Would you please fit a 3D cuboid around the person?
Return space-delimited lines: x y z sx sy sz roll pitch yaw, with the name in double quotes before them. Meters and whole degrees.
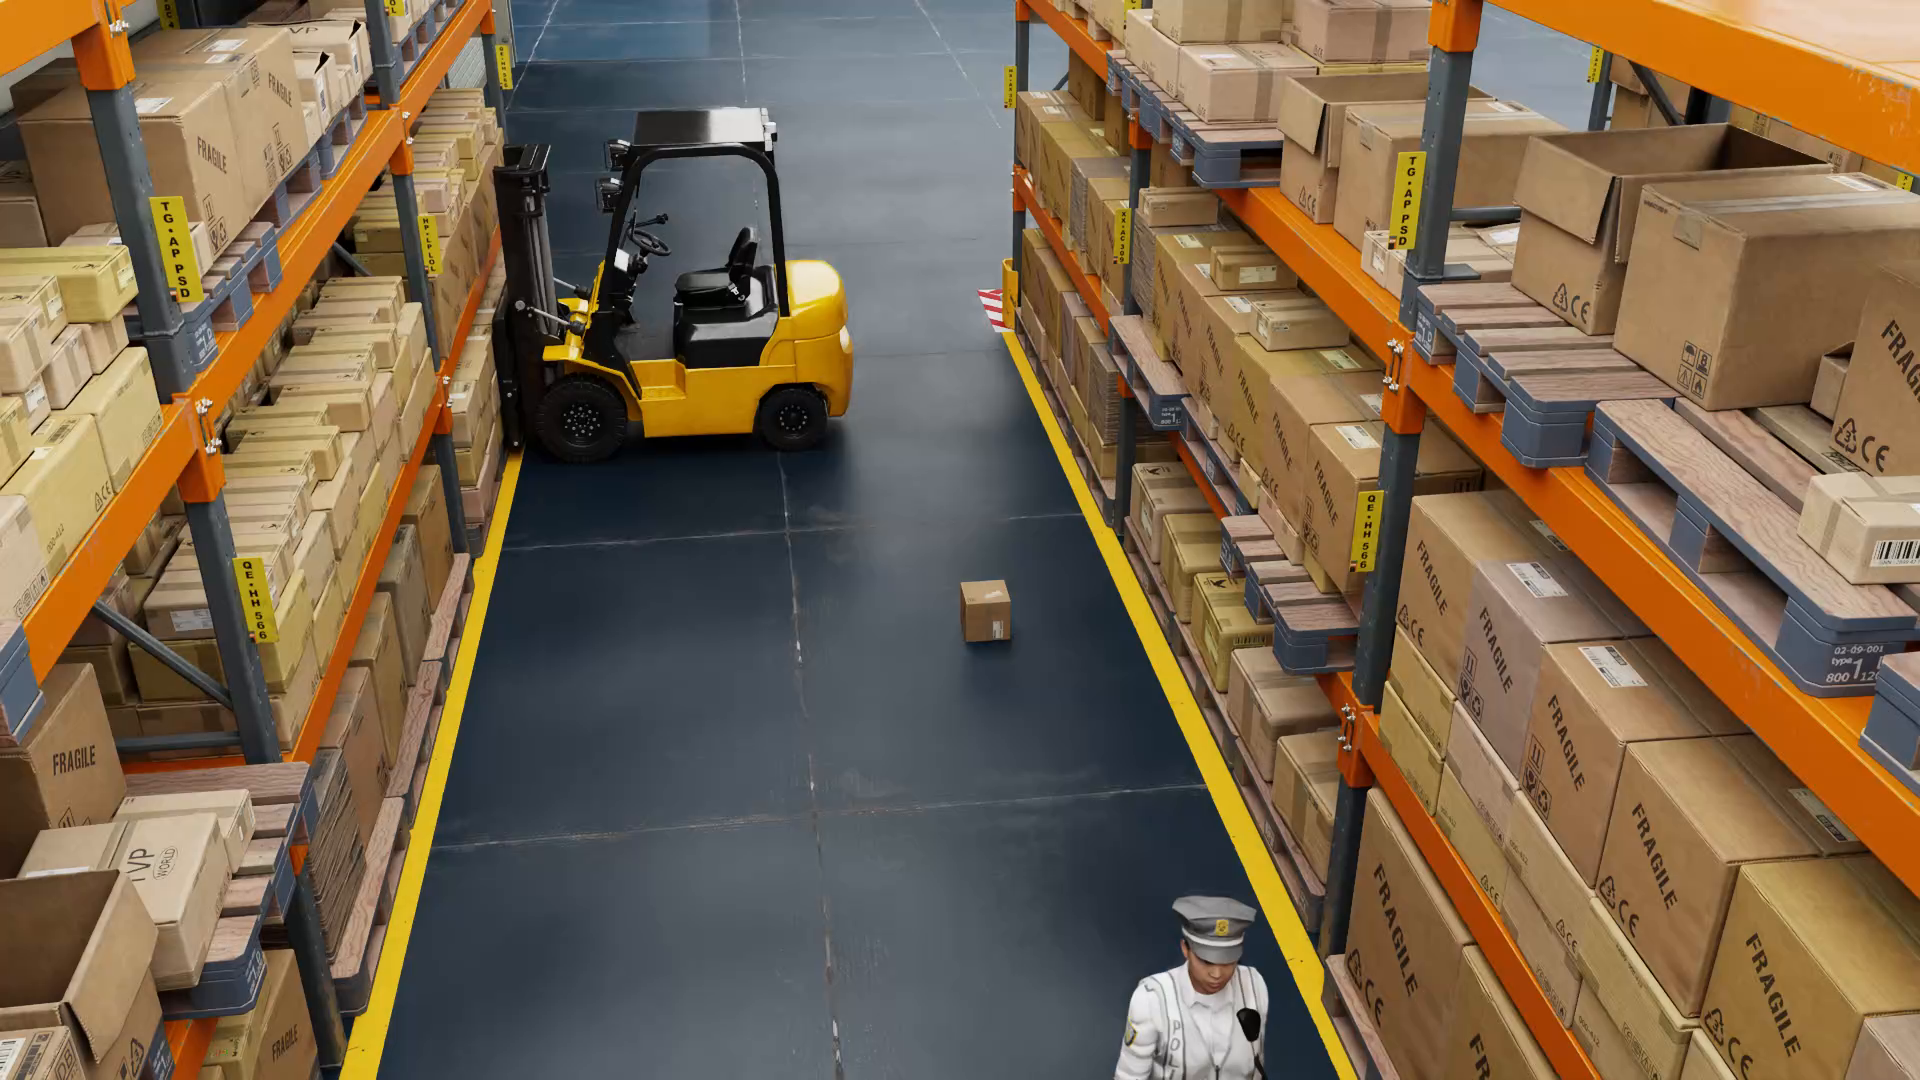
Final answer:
"person" 0.705 1.772 5.134 0.494 1.658 0.817 -4 28 -8
